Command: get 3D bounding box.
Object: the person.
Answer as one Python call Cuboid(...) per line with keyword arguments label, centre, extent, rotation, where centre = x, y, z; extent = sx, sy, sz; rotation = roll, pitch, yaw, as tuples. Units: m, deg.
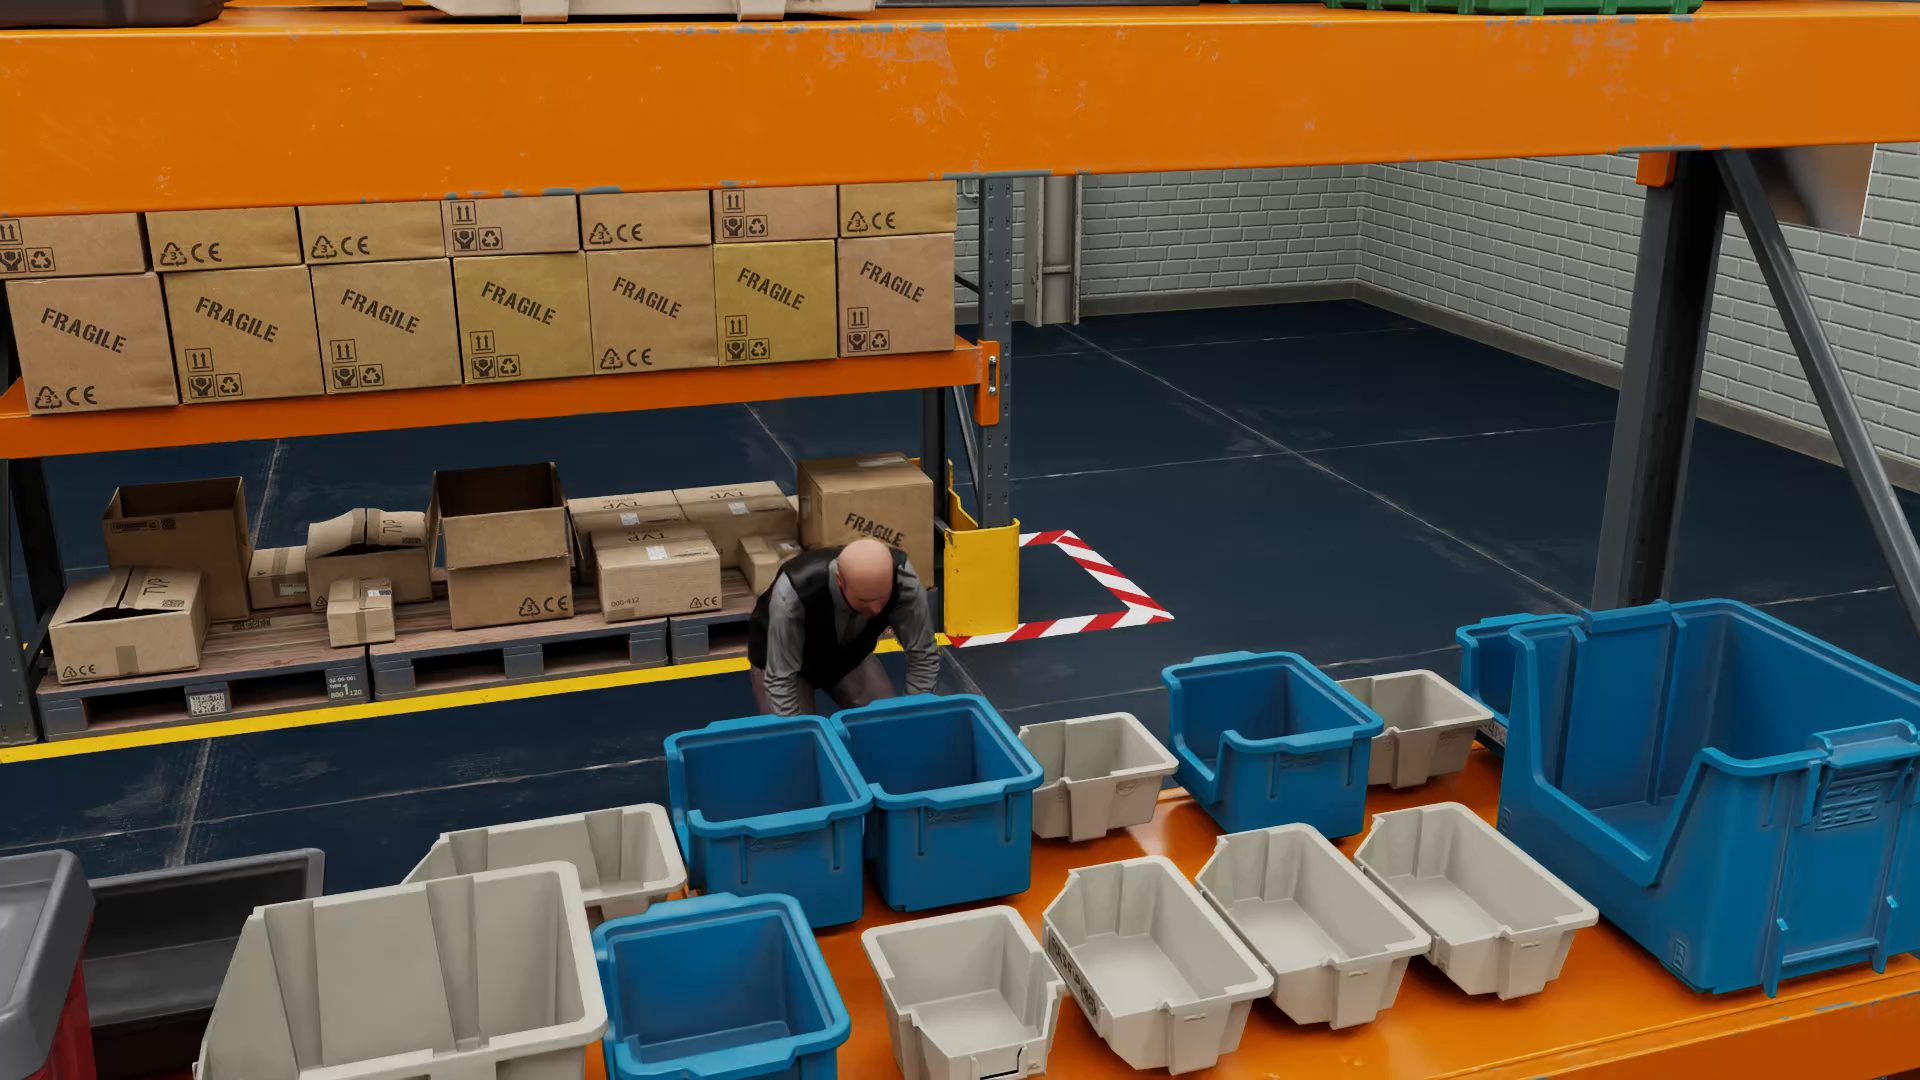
Cuboid(label="person", centre=(-0.387, 0.490, 5.463), extent=(0.582, 1.218, 0.794), rotation=(-6, 20, -17))
